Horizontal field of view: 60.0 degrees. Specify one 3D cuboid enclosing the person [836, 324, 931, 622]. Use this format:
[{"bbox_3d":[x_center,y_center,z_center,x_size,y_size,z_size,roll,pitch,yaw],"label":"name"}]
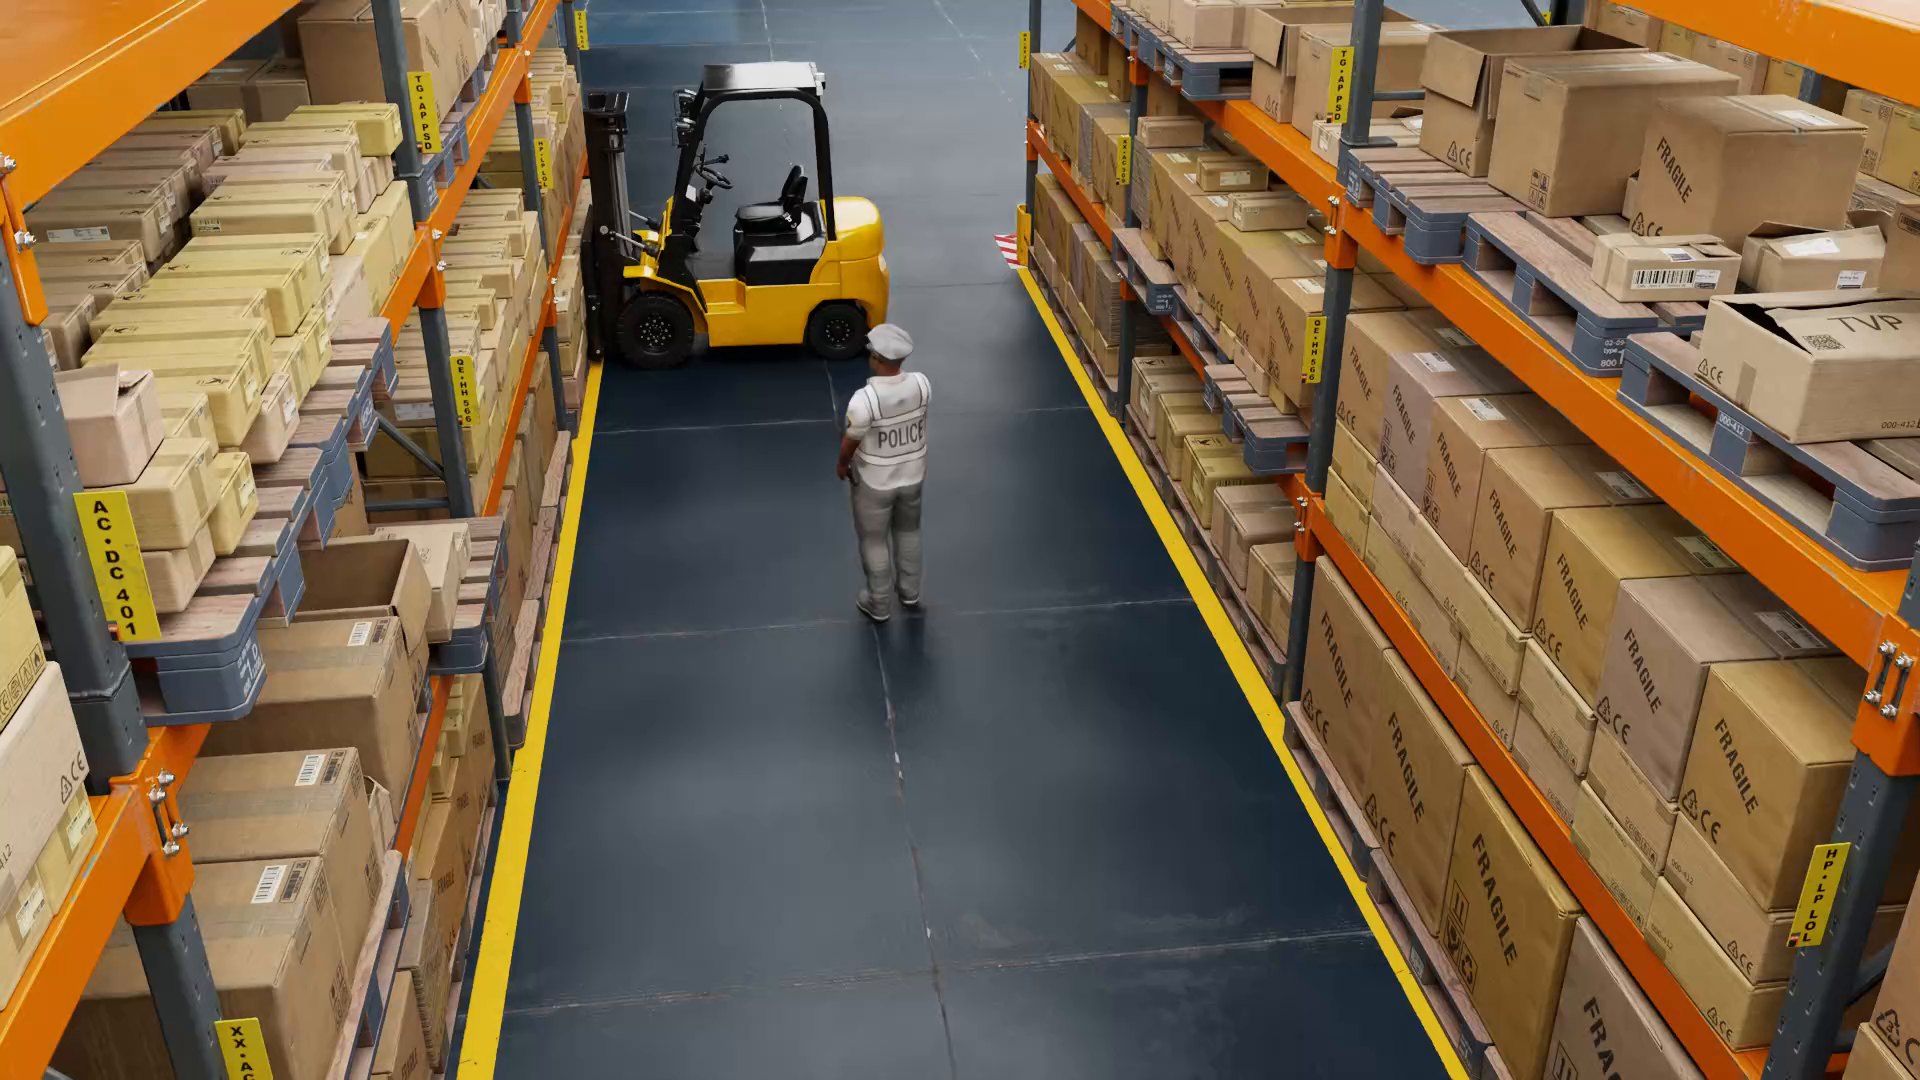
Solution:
[{"bbox_3d":[-0.426,-0.391,9.334,0.572,1.789,0.518,-19,32,-32],"label":"person"}]
